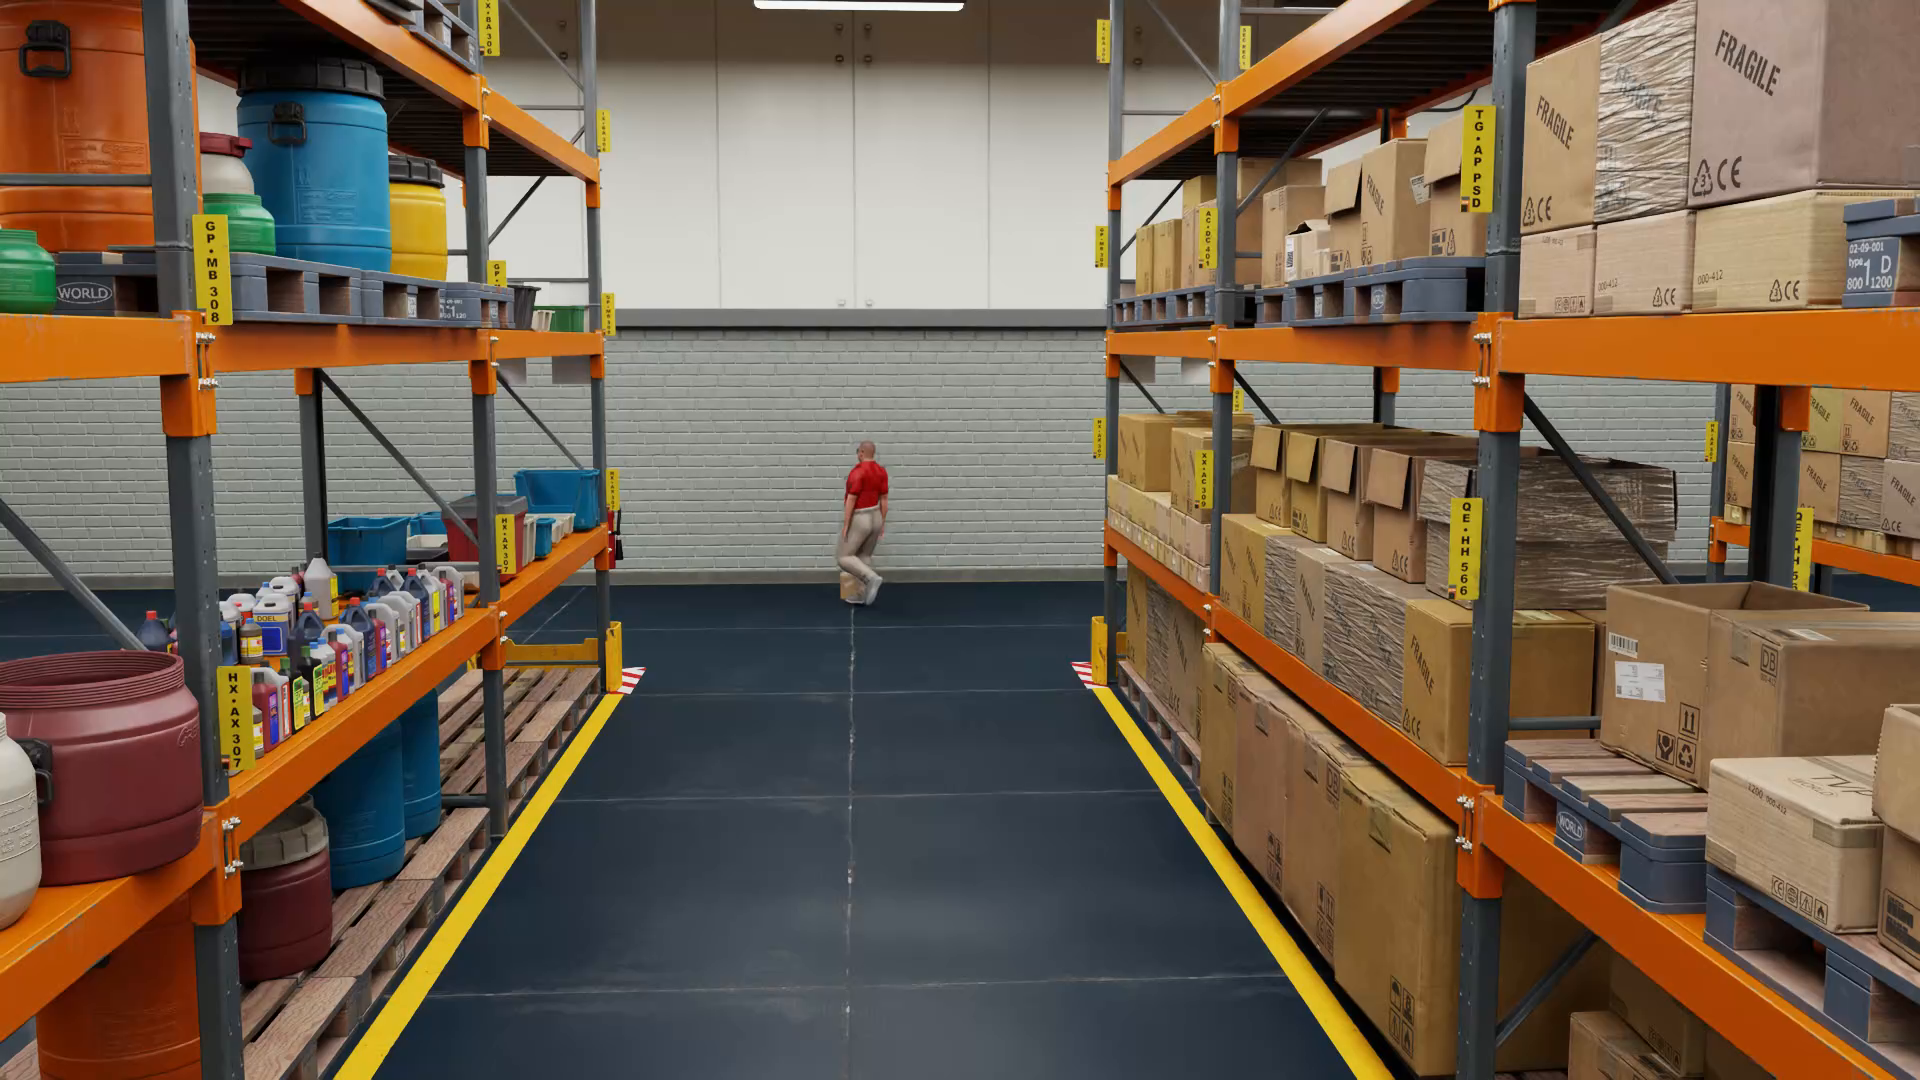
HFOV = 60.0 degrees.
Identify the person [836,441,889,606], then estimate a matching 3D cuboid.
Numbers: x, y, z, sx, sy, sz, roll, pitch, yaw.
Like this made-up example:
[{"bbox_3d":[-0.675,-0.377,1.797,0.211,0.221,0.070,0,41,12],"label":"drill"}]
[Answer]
[{"bbox_3d":[-0.996,-0.169,17.100,0.635,1.709,0.552,5,9,37],"label":"person"}]
